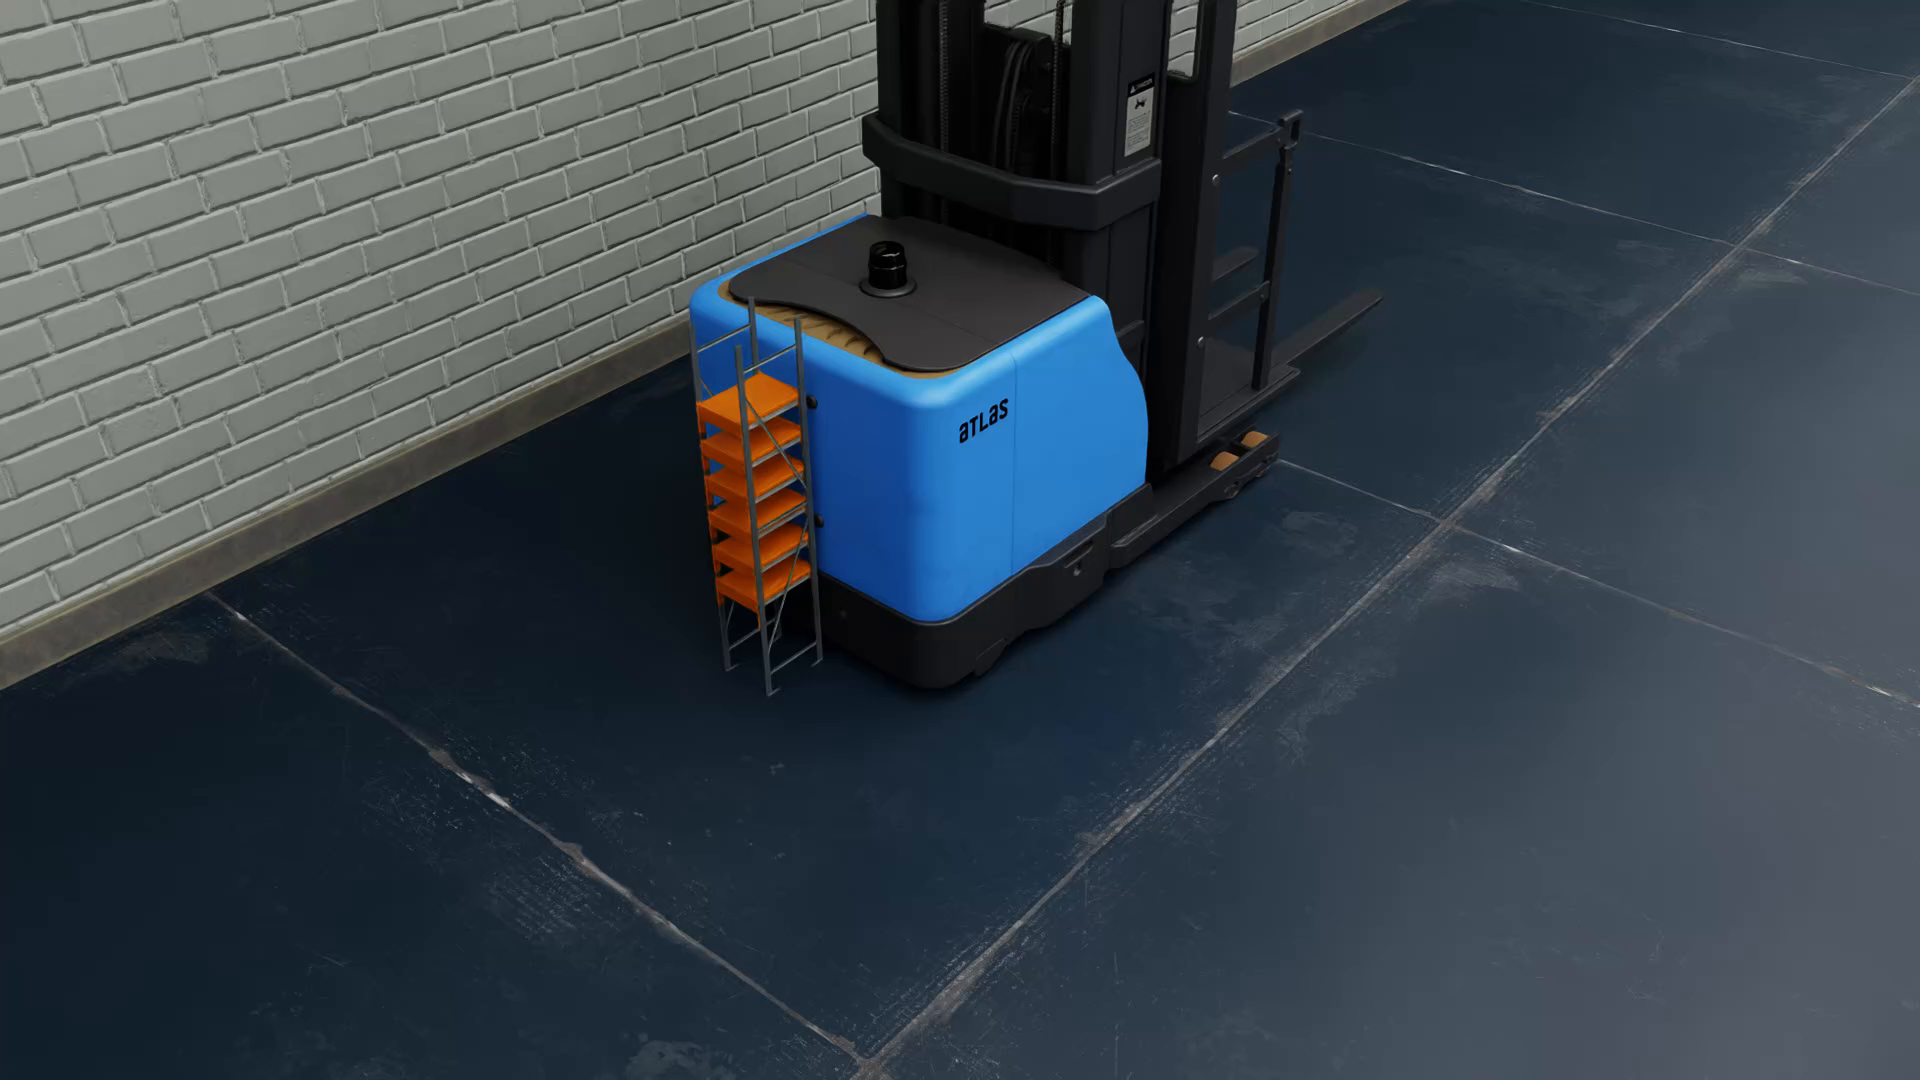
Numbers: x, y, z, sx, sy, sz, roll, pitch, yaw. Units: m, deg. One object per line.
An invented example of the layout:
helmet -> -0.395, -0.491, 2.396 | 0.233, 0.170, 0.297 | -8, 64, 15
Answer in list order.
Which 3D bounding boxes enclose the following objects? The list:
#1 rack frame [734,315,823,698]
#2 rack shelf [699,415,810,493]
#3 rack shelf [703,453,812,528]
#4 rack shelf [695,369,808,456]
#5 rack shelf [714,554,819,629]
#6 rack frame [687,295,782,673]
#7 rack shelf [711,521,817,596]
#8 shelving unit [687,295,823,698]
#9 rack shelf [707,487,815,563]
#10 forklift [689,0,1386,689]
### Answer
rack frame -> -0.511, -0.066, 4.784 | 0.006, 1.200, 0.240 | 26, 43, 32
rack shelf -> -0.581, -0.260, 4.722 | 0.180, 0.103, 0.258 | 26, 43, 32
rack shelf -> -0.581, -0.162, 4.790 | 0.180, 0.103, 0.258 | 26, 43, 32
rack shelf -> -0.582, -0.359, 4.654 | 0.180, 0.103, 0.258 | 26, 43, 32
rack shelf -> -0.579, 0.134, 4.996 | 0.180, 0.103, 0.258 | 26, 43, 32
rack frame -> -0.650, -0.133, 4.883 | 0.006, 1.200, 0.240 | 26, 43, 32
rack shelf -> -0.580, 0.035, 4.927 | 0.180, 0.103, 0.258 | 26, 43, 32
shelving unit -> -0.580, -0.100, 4.834 | 0.189, 1.200, 0.258 | 26, 43, 32
rack shelf -> -0.580, -0.063, 4.859 | 0.180, 0.103, 0.258 | 26, 43, 32
forklift -> 0.516, -1.522, 5.377 | 1.130, 2.935, 3.031 | 26, 42, 32
